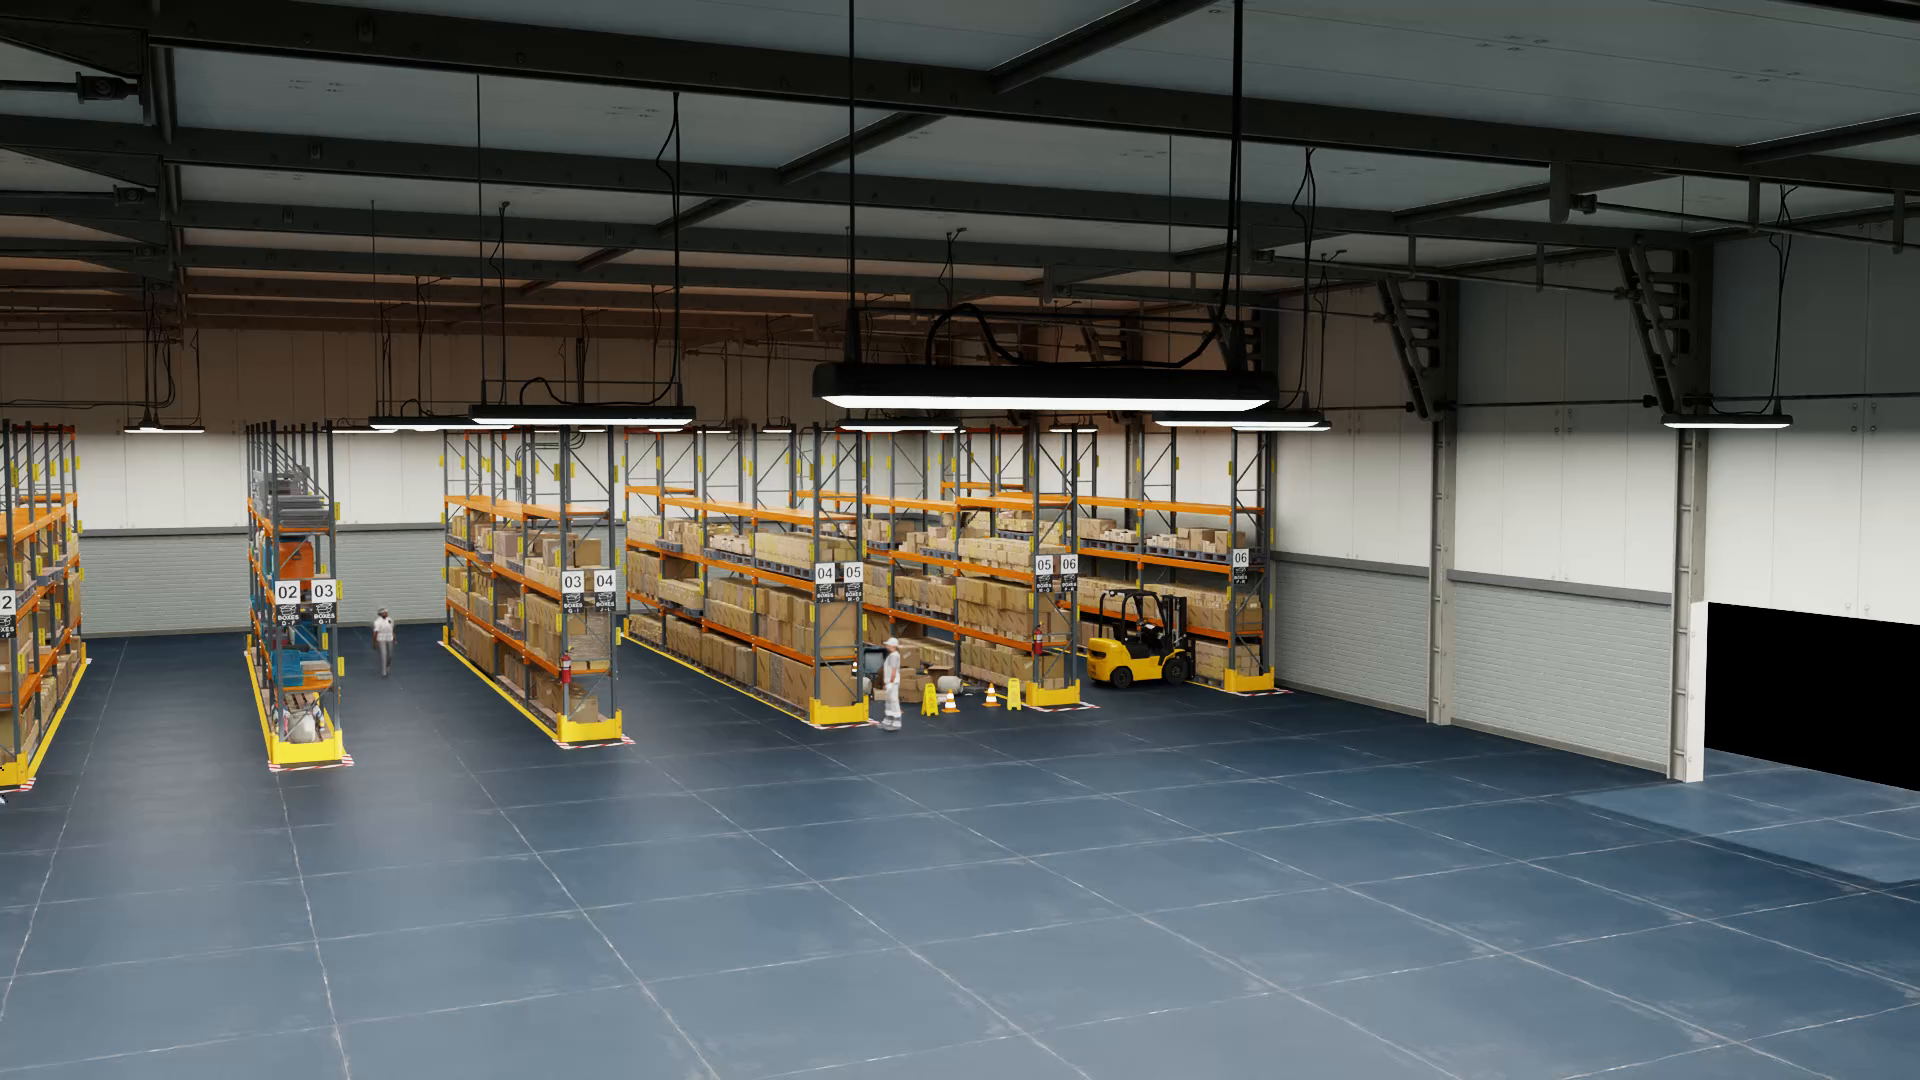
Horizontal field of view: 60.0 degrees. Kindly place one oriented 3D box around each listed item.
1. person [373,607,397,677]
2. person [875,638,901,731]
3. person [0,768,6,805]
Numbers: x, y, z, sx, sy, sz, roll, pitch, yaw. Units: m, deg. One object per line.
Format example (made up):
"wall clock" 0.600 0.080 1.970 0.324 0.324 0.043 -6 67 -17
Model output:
"person" -13.776 2.408 39.803 0.533 1.639 0.951 -2 4 -30
"person" -1.400 2.801 32.338 0.490 1.805 0.592 0 4 -5
"person" -15.230 3.223 25.760 0.719 1.817 0.554 1 4 17
